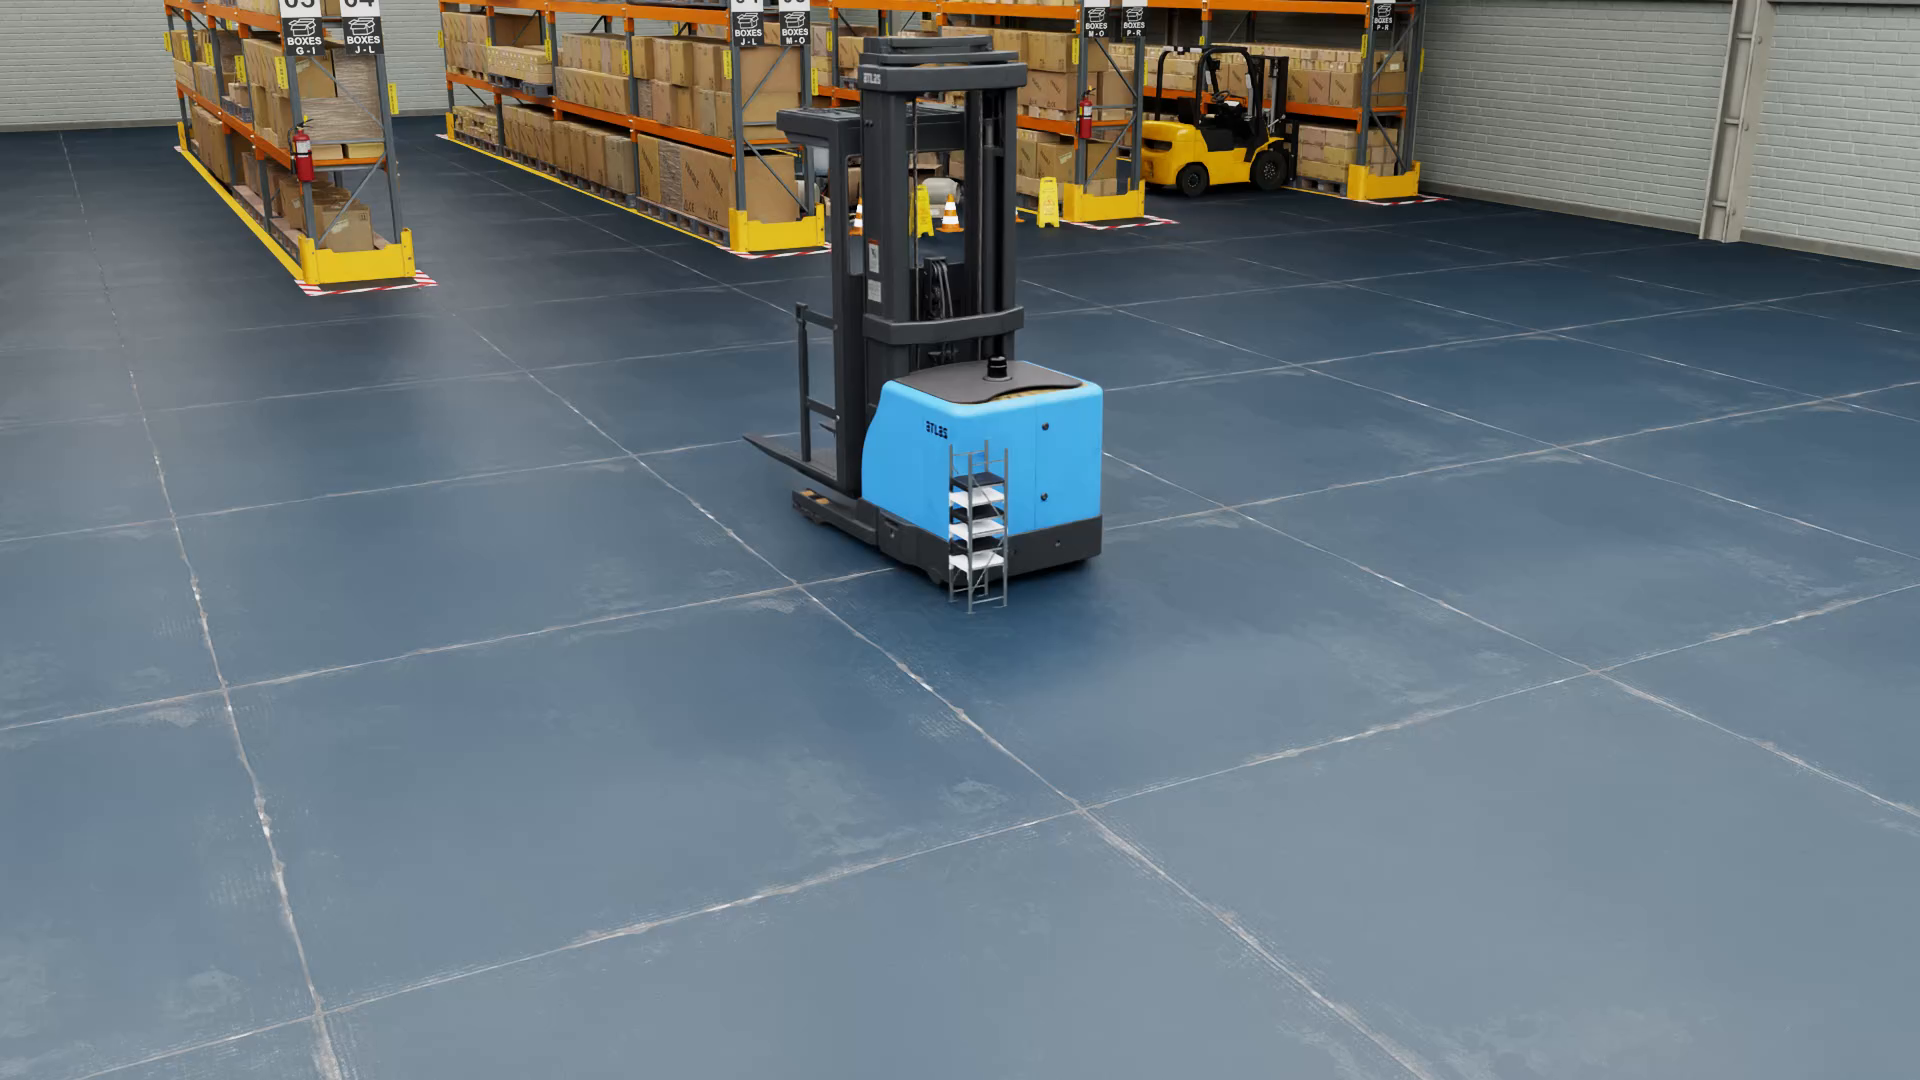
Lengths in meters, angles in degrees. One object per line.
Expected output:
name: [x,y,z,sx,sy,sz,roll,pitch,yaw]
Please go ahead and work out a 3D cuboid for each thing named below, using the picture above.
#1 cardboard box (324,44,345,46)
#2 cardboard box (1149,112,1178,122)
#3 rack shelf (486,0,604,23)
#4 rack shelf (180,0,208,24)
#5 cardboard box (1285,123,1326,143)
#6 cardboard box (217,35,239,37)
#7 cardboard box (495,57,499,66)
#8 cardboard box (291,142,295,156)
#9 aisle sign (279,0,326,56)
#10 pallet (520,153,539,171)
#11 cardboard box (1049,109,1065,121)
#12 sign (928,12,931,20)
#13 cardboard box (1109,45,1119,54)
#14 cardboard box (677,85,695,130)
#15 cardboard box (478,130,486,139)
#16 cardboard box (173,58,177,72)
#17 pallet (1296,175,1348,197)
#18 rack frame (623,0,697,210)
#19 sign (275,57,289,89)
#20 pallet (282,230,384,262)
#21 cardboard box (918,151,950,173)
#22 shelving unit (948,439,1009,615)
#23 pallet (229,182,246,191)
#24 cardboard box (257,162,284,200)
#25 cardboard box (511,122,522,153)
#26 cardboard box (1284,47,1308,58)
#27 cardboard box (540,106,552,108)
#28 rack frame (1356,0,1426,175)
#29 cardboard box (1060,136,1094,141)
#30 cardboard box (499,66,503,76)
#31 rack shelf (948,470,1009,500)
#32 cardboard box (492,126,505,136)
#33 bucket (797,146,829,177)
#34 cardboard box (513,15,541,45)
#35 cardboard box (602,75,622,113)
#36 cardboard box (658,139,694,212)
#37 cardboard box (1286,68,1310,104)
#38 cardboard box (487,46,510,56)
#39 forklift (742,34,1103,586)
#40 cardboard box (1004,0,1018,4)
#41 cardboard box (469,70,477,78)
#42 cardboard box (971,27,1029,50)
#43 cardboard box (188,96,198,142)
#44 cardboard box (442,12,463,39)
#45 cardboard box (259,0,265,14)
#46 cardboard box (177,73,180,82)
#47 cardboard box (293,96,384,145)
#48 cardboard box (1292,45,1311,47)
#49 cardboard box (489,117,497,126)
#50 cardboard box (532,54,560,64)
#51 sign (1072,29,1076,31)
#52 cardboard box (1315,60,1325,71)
cardboard box: [-7.181,-5.483,19.280,0.500,0.500,0.500,-10,21,-27]
cardboard box: [3.879,-7.236,29.498,0.875,0.625,0.625,-10,22,-27]
rack shelf: [-7.025,-9.022,28.184,1.077,0.370,4.000,-10,21,-27]
rack shelf: [-11.439,-8.283,26.041,1.077,0.370,4.000,-10,21,-27]
cardboard box: [5.409,-6.384,26.071,0.500,0.250,0.500,-10,21,-26]
cardboard box: [-11.129,-7.552,25.728,0.797,0.503,0.637,-9,21,-25]
cardboard box: [-7.945,-8.406,29.180,0.380,0.149,0.250,-9,21,-25]
cardboard box: [-7.289,-4.401,18.672,0.380,0.149,0.250,-10,21,-27]
aisle sign: [-6.925,-5.499,17.484,0.394,0.787,0.004,-10,21,-27]
pallet: [-7.021,-6.626,29.011,1.003,0.211,1.213,-10,21,-27]
cardboard box: [1.448,-5.880,22.959,0.380,0.149,0.250,-10,22,-27]
sign: [-0.702,-12.009,38.076,0.100,0.325,0.005,-10,21,-27]
cardboard box: [2.899,-8.933,30.274,0.380,0.149,0.250,-10,21,-26]
cardboard box: [-3.217,-5.724,21.893,0.875,0.550,0.500,-10,21,-27]
cardboard box: [-8.953,-7.726,31.650,0.380,0.149,0.250,-10,21,-27]
cardboard box: [-14.297,-8.818,30.860,0.500,0.250,0.500,-11,22,-28]
pallet: [5.998,-5.534,25.846,1.003,0.211,1.213,-10,21,-27]
rack frame: [-4.176,-6.222,23.564,1.000,3.000,0.127,-10,21,-27]
sign: [-7.188,-4.951,17.621,0.100,0.325,0.005,-10,21,-27]
pallet: [-7.656,-3.626,20.317,1.003,0.211,1.213,-10,21,-27]
cardboard box: [-0.119,-6.124,26.665,0.950,0.372,0.625,-10,21,-26]
shelving unit: [0.099,-0.071,8.956,0.258,0.900,0.210,-11,22,-28]
pallet: [-10.797,-5.551,25.894,1.003,0.211,1.213,-10,21,-27]
cardboard box: [-9.338,-4.989,23.149,0.700,0.500,0.500,-12,22,-31]
cardboard box: [-7.605,-7.131,29.385,0.500,0.500,0.500,-9,21,-24]
cardboard box: [5.309,-7.643,26.080,0.380,0.149,0.250,-10,21,-26]
cardboard box: [-7.167,-7.566,29.497,0.500,0.250,0.500,-9,21,-24]
rack frame: [6.398,-6.639,24.774,1.000,3.000,0.127,-10,21,-27]
cardboard box: [1.628,-5.553,24.048,0.500,0.500,0.500,-11,22,-29]
cardboard box: [-7.823,-8.191,29.011,0.380,0.149,0.250,-10,21,-26]
rack shelf: [0.099,-0.294,8.879,0.258,0.077,0.200,-11,22,-28]
cardboard box: [-8.405,-7.551,30.687,0.380,0.149,0.250,-10,21,-26]
bucket: [-2.083,-5.711,24.772,0.726,0.611,0.620,-3,9,-8]
cardboard box: [-7.975,-9.346,30.476,0.500,0.500,0.500,-9,21,-25]
cardboard box: [-4.899,-6.523,24.282,0.500,0.500,0.500,-10,22,-27]
cardboard box: [-3.508,-4.966,22.539,0.875,0.875,0.875,-10,21,-26]
cardboard box: [5.451,-7.085,25.911,0.500,0.500,0.500,-10,22,-28]
cardboard box: [-8.193,-8.695,29.561,0.380,0.149,0.250,-9,21,-24]
forklift: [-0.407,-1.557,10.150,1.130,2.935,3.031,-12,22,-31]
cardboard box: [0.847,-7.662,23.523,0.380,0.149,0.250,-10,22,-27]
cardboard box: [-9.123,-8.883,31.661,0.380,0.149,0.250,-10,21,-26]
cardboard box: [0.588,-7.220,24.314,0.700,0.500,0.500,-11,22,-28]
cardboard box: [-13.913,-7.950,31.186,0.875,0.875,0.875,-10,21,-27]
cardboard box: [-9.895,-10.157,32.827,0.500,0.500,0.500,-10,21,-27]
cardboard box: [-7.618,-6.072,18.760,0.500,0.250,0.500,-9,21,-25]
cardboard box: [-14.165,-8.509,30.577,0.380,0.149,0.250,-11,22,-28]
cardboard box: [-6.927,-4.684,18.499,0.875,0.500,0.500,-10,21,-27]
cardboard box: [5.496,-7.865,26.721,0.380,0.149,0.250,-10,22,-27]
cardboard box: [-8.529,-7.780,30.893,0.380,0.149,0.250,-10,21,-26]
cardboard box: [-6.712,-7.801,26.969,0.380,0.149,0.250,-11,22,-29]
sign: [2.126,-9.359,31.002,0.100,0.325,0.005,-10,21,-27]
cardboard box: [5.662,-7.275,25.468,0.380,0.149,0.250,-10,21,-27]
